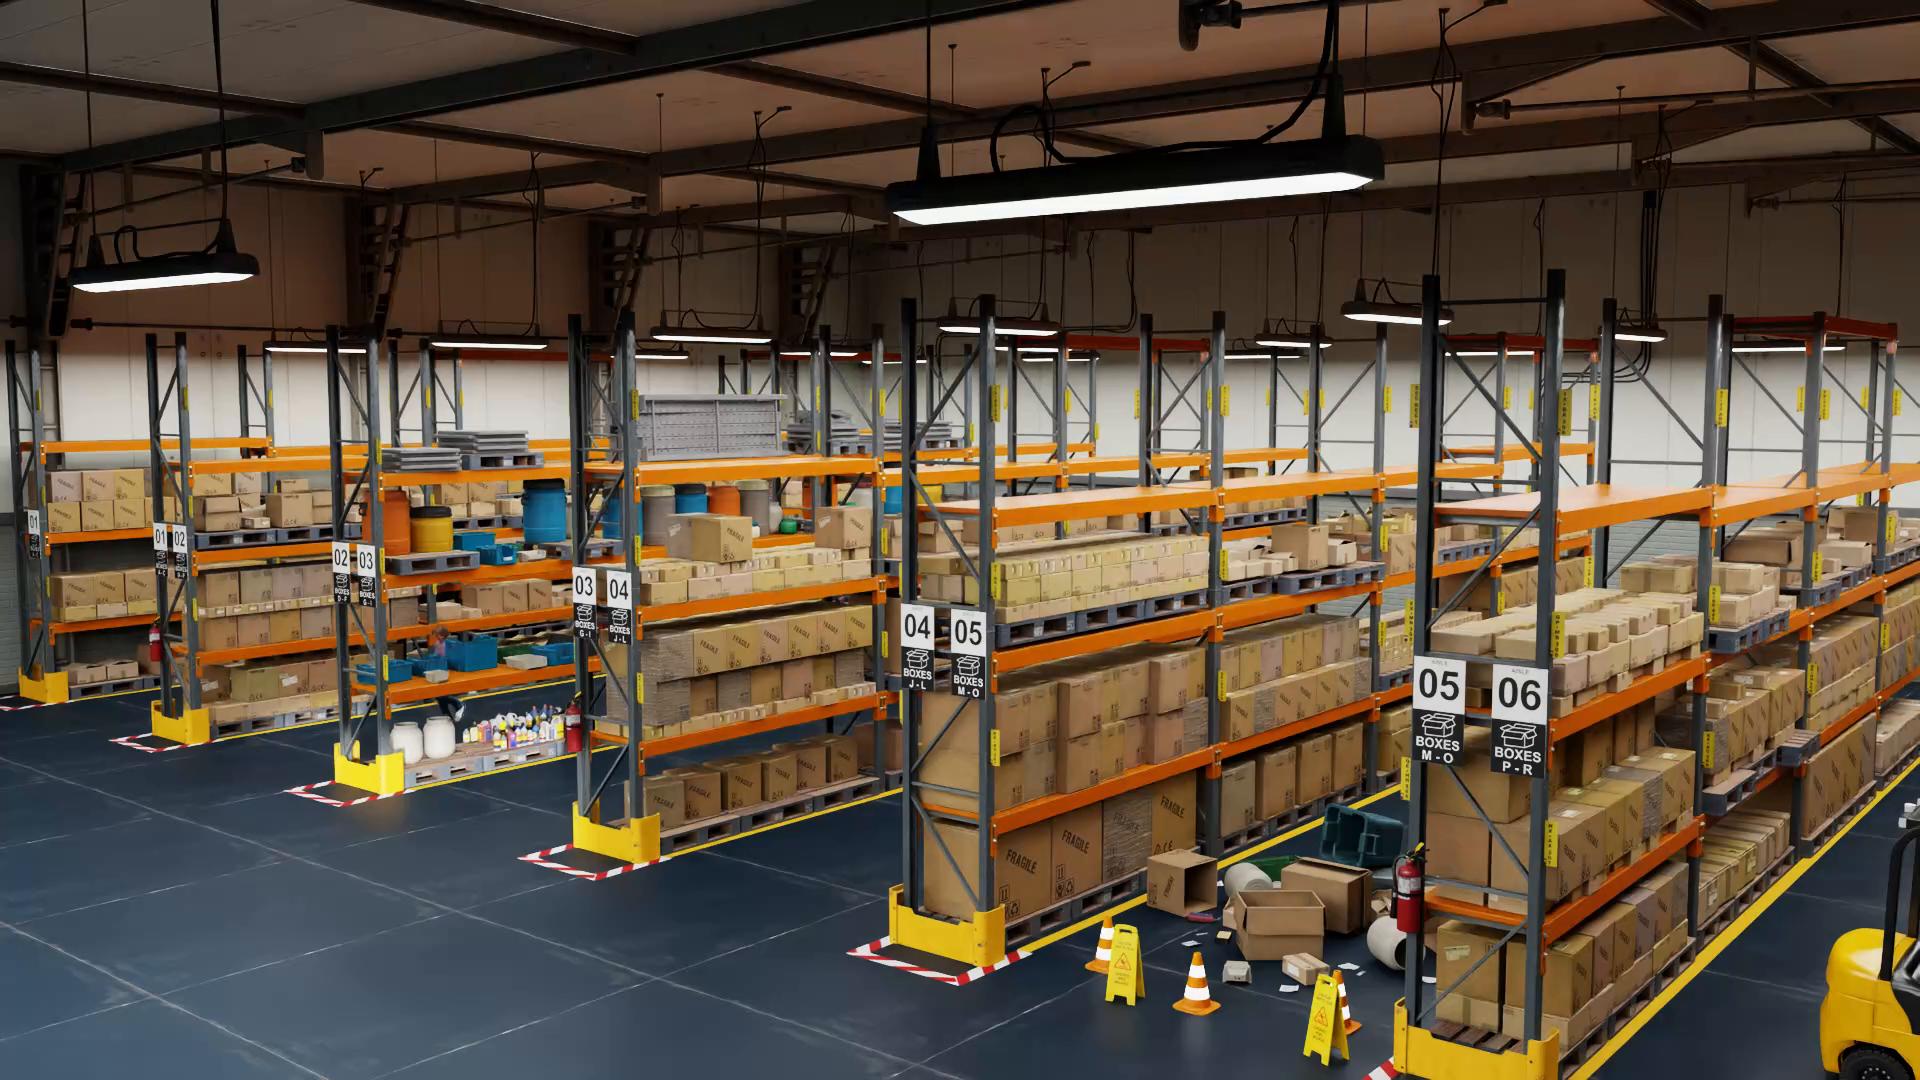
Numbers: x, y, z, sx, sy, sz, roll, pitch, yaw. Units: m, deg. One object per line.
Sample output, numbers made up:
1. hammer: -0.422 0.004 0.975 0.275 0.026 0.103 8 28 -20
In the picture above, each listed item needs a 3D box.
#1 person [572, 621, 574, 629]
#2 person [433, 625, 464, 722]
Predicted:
1. person: -7.873 1.215 34.493 0.428 1.661 0.509 -3 6 -29
2. person: -7.881 2.084 25.647 0.501 1.575 0.475 3 6 32
